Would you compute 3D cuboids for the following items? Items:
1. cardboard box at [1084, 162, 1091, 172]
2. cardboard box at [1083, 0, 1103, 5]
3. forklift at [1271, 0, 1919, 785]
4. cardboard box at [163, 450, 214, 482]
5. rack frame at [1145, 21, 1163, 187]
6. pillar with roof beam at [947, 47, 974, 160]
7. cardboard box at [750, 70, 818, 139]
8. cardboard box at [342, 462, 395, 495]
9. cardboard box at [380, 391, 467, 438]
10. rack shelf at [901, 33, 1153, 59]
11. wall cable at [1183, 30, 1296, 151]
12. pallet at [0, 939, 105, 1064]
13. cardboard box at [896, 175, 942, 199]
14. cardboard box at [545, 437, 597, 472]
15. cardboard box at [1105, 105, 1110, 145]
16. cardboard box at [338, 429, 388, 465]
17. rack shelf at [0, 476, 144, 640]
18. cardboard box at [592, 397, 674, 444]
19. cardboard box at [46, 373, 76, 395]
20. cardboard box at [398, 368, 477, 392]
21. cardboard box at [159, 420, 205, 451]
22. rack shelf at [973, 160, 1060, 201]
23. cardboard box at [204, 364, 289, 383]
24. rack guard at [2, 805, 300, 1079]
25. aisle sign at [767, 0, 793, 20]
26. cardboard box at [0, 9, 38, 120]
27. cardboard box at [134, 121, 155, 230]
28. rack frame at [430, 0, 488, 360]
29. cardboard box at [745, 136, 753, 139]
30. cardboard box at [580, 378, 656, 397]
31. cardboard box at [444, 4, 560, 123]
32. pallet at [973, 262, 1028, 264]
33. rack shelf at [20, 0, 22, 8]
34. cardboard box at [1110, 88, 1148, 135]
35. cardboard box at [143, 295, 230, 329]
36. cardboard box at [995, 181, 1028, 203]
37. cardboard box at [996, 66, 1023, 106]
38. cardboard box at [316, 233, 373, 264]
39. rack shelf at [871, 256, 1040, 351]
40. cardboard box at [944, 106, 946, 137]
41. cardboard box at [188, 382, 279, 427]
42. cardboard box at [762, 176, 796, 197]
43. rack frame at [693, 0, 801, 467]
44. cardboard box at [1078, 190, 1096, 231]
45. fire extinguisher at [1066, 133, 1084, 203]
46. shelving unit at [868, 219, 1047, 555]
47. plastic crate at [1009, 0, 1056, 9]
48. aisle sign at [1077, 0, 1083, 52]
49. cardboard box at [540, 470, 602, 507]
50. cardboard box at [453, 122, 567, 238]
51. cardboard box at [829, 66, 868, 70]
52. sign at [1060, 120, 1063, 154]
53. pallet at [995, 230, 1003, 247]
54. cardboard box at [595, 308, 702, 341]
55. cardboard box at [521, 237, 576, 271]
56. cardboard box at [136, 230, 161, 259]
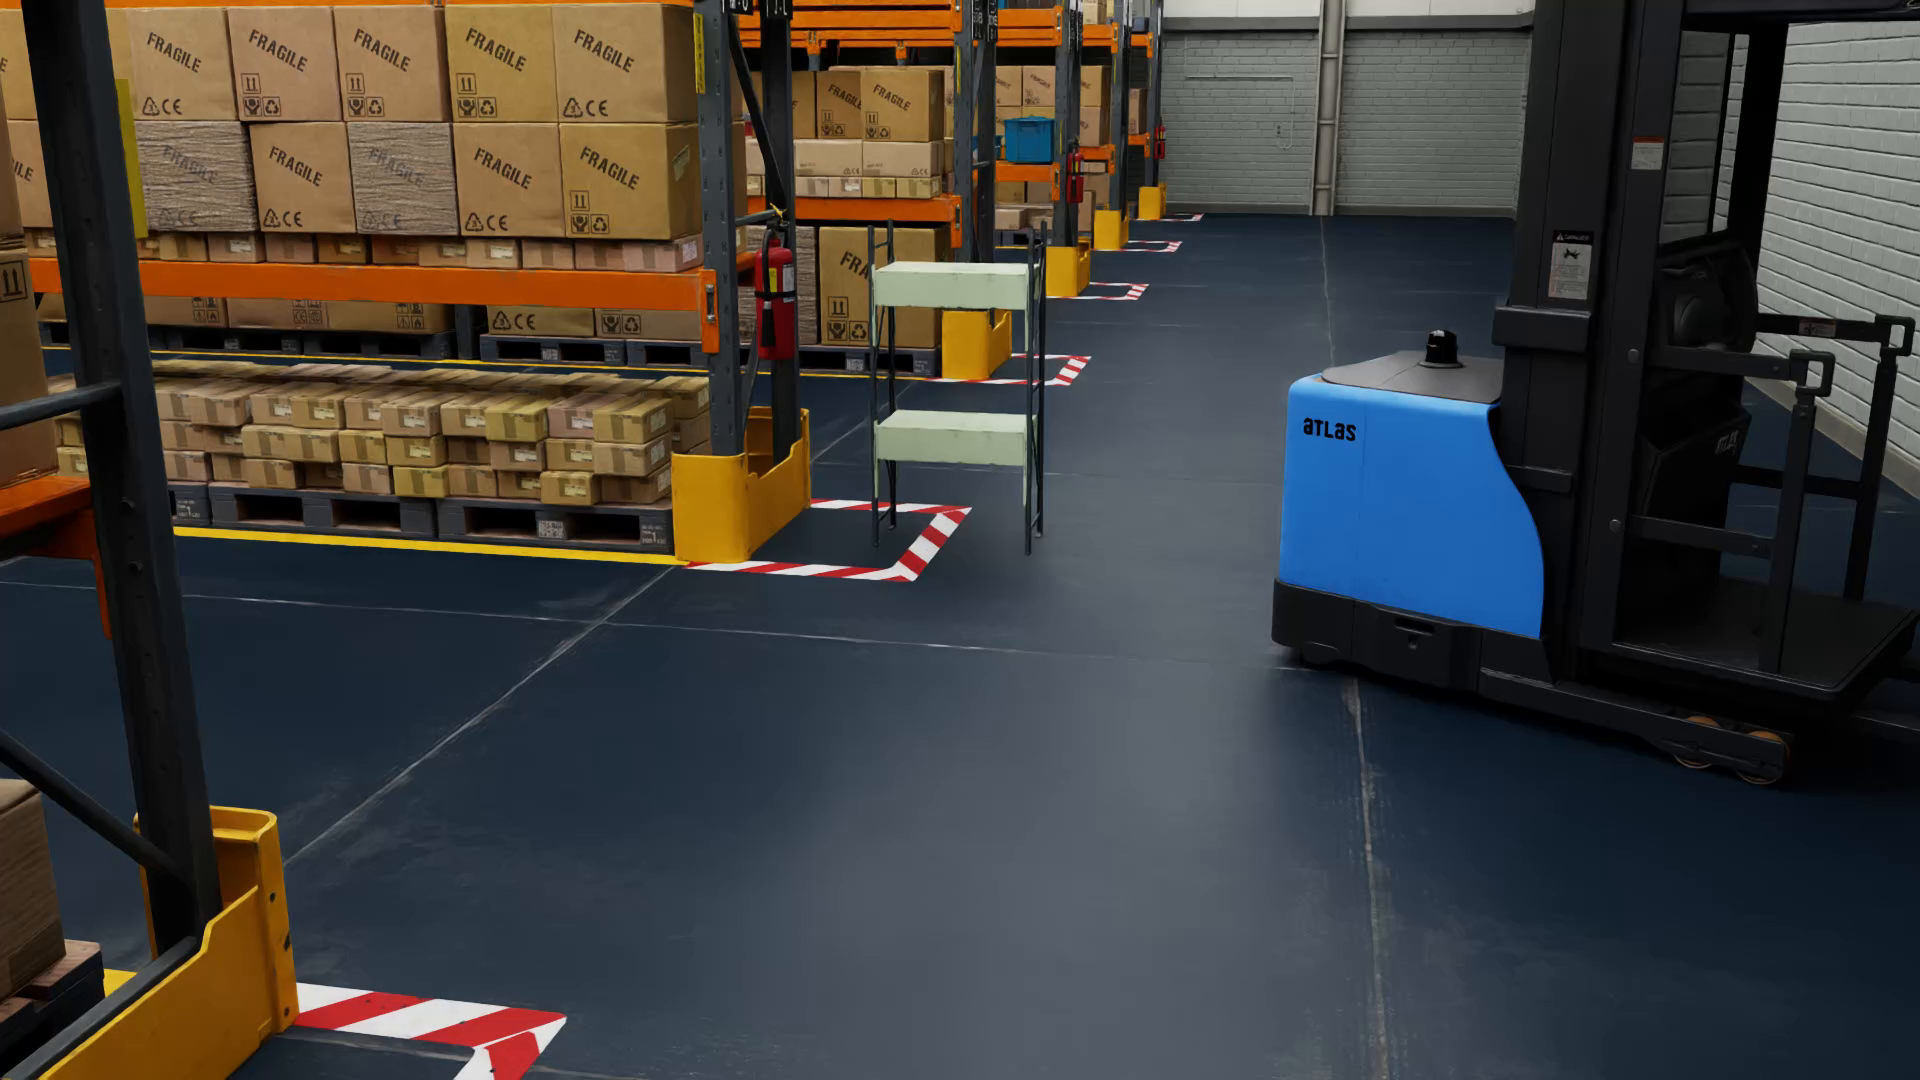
[{"bbox_3d":[1.958,-5.964,26.584,0.250,0.149,0.380,4,16,13],"label":"cardboard box"},{"bbox_3d":[1.539,-6.949,21.184,0.500,0.250,0.500,3,16,11],"label":"cardboard box"},{"bbox_3d":[2.635,-0.772,5.407,3.031,2.867,1.129,13,20,39],"label":"forklift"},{"bbox_3d":[-3.825,-0.414,8.422,0.250,0.149,0.380,3,16,10],"label":"cardboard box"},{"bbox_3d":[3.077,-6.670,26.452,0.127,3.000,1.000,3,16,11],"label":"rack frame"},{"bbox_3d":[-0.842,-8.837,23.036,0.400,9.000,9.100,3,16,11],"label":"pillar with roof beam"},{"bbox_3d":[-1.300,-3.364,12.835,0.500,0.500,0.500,3,16,10],"label":"cardboard box"},{"bbox_3d":[-2.814,-0.343,8.164,0.250,0.149,0.380,3,16,12],"label":"cardboard box"},{"bbox_3d":[-2.570,-0.606,8.002,0.250,0.149,0.380,4,16,13],"label":"cardboard box"},{"bbox_3d":[1.117,-7.875,26.531,4.000,0.370,1.077,3,16,11],"label":"rack shelf"},{"bbox_3d":[4.520,-7.339,26.964,1.851,1.984,0.084,3,16,11],"label":"wall cable"},{"bbox_3d":[-2.658,1.132,3.511,1.213,0.211,1.003,3,16,11],"label":"pallet"},{"bbox_3d":[-0.299,-2.594,12.209,0.250,0.149,0.380,3,16,12],"label":"cardboard box"},{"bbox_3d":[-1.791,-0.444,7.971,0.250,0.149,0.380,3,16,10],"label":"cardboard box"},{"bbox_3d":[1.711,-5.515,22.094,0.500,0.500,0.500,3,16,12],"label":"cardboard box"},{"bbox_3d":[-2.813,-0.486,8.122,0.250,0.149,0.380,4,16,14],"label":"cardboard box"},{"bbox_3d":[-3.819,0.050,3.539,4.000,0.370,1.077,3,16,11],"label":"rack shelf"},{"bbox_3d":[-1.541,-0.567,7.861,0.250,0.149,0.380,3,16,12],"label":"cardboard box"},{"bbox_3d":[-4.595,-0.746,8.505,0.250,0.149,0.380,4,16,13],"label":"cardboard box"},{"bbox_3d":[-2.711,-0.787,8.654,0.250,0.149,0.380,3,16,12],"label":"cardboard box"},{"bbox_3d":[-3.824,-0.563,8.404,0.250,0.149,0.380,2,16,8],"label":"cardboard box"},{"bbox_3d":[-0.857,-3.838,17.576,4.000,0.370,1.077,3,16,11],"label":"rack shelf"},{"bbox_3d":[-3.749,-0.819,8.768,0.250,0.149,0.380,4,16,13],"label":"cardboard box"},{"bbox_3d":[-1.836,1.016,3.388,0.348,0.500,1.175,3,16,11],"label":"rack guard"},{"bbox_3d":[-0.840,-2.818,7.676,0.004,0.787,0.394,3,16,11],"label":"aisle sign"},{"bbox_3d":[-4.498,-2.289,8.018,0.500,0.500,0.500,3,16,12],"label":"cardboard box"},{"bbox_3d":[-3.970,-1.778,8.047,0.500,0.500,0.500,3,16,11],"label":"cardboard box"},{"bbox_3d":[-3.804,-2.995,13.186,0.127,3.000,1.000,3,16,11],"label":"rack frame"},{"bbox_3d":[-1.816,-3.030,13.034,0.500,0.250,0.500,3,16,10],"label":"cardboard box"},{"bbox_3d":[-1.712,-0.706,8.359,0.250,0.149,0.380,3,16,12],"label":"cardboard box"},{"bbox_3d":[-1.966,-2.150,7.517,0.500,0.500,0.500,3,16,9],"label":"cardboard box"},{"bbox_3d":[0.302,-2.788,17.663,1.213,0.211,1.003,3,16,11],"label":"pallet"},{"bbox_3d":[-6.851,-2.908,8.601,4.000,0.370,1.077,3,16,11],"label":"rack shelf"},{"bbox_3d":[2.575,-6.839,26.500,0.700,0.700,0.980,4,16,14],"label":"cardboard box"},{"bbox_3d":[-6.180,-2.295,13.851,0.875,0.875,1.225,3,16,11],"label":"cardboard box"},{"bbox_3d":[0.864,-5.758,27.057,0.500,0.500,0.700,3,16,12],"label":"cardboard box"},{"bbox_3d":[0.598,-5.909,21.643,0.500,0.500,0.500,4,16,13],"label":"cardboard box"},{"bbox_3d":[-2.855,-1.414,7.949,0.250,0.149,0.380,3,16,12],"label":"cardboard box"},{"bbox_3d":[-0.007,-1.099,7.689,0.720,0.370,0.431,3,16,11],"label":"rack shelf"},{"bbox_3d":[-0.389,-5.483,21.979,0.500,0.500,0.500,3,16,11],"label":"cardboard box"},{"bbox_3d":[-3.586,-0.672,8.239,0.250,0.149,0.380,3,16,12],"label":"cardboard box"},{"bbox_3d":[-1.300,-2.648,12.404,0.250,0.149,0.380,3,16,10],"label":"cardboard box"},{"bbox_3d":[-0.972,-1.490,7.754,0.127,3.000,1.000,3,16,11],"label":"rack frame"},{"bbox_3d":[1.512,-4.346,21.920,0.500,0.500,0.500,3,16,11],"label":"cardboard box"},{"bbox_3d":[1.160,-3.734,16.698,0.183,0.674,0.296,3,16,11],"label":"fire extinguisher"},{"bbox_3d":[-0.007,-0.723,7.793,0.755,1.500,0.431,3,16,11],"label":"shelving unit"},{"bbox_3d":[0.781,-5.554,17.050,0.590,0.269,0.497,3,16,11],"label":"plastic crate"},{"bbox_3d":[1.232,-5.405,17.015,0.004,0.787,0.394,3,16,11],"label":"aisle sign"},{"bbox_3d":[-1.801,-0.280,7.936,0.250,0.149,0.380,4,16,13],"label":"cardboard box"},{"bbox_3d":[-1.967,-1.667,7.647,0.500,0.500,0.500,3,16,10],"label":"cardboard box"},{"bbox_3d":[-1.421,-6.018,22.038,0.500,0.500,0.500,4,16,13],"label":"cardboard box"},{"bbox_3d":[1.009,-4.012,16.551,0.005,0.325,0.100,3,16,11],"label":"sign"},{"bbox_3d":[0.046,-4.142,22.548,1.213,0.211,1.003,3,16,11],"label":"pallet"},{"bbox_3d":[-2.291,-2.070,13.039,0.875,0.875,0.875,3,16,11],"label":"cardboard box"},{"bbox_3d":[-1.832,-1.345,7.700,0.250,0.149,0.380,3,16,11],"label":"cardboard box"},{"bbox_3d":[-3.874,-1.471,8.153,0.250,0.149,0.380,2,16,9],"label":"cardboard box"}]
